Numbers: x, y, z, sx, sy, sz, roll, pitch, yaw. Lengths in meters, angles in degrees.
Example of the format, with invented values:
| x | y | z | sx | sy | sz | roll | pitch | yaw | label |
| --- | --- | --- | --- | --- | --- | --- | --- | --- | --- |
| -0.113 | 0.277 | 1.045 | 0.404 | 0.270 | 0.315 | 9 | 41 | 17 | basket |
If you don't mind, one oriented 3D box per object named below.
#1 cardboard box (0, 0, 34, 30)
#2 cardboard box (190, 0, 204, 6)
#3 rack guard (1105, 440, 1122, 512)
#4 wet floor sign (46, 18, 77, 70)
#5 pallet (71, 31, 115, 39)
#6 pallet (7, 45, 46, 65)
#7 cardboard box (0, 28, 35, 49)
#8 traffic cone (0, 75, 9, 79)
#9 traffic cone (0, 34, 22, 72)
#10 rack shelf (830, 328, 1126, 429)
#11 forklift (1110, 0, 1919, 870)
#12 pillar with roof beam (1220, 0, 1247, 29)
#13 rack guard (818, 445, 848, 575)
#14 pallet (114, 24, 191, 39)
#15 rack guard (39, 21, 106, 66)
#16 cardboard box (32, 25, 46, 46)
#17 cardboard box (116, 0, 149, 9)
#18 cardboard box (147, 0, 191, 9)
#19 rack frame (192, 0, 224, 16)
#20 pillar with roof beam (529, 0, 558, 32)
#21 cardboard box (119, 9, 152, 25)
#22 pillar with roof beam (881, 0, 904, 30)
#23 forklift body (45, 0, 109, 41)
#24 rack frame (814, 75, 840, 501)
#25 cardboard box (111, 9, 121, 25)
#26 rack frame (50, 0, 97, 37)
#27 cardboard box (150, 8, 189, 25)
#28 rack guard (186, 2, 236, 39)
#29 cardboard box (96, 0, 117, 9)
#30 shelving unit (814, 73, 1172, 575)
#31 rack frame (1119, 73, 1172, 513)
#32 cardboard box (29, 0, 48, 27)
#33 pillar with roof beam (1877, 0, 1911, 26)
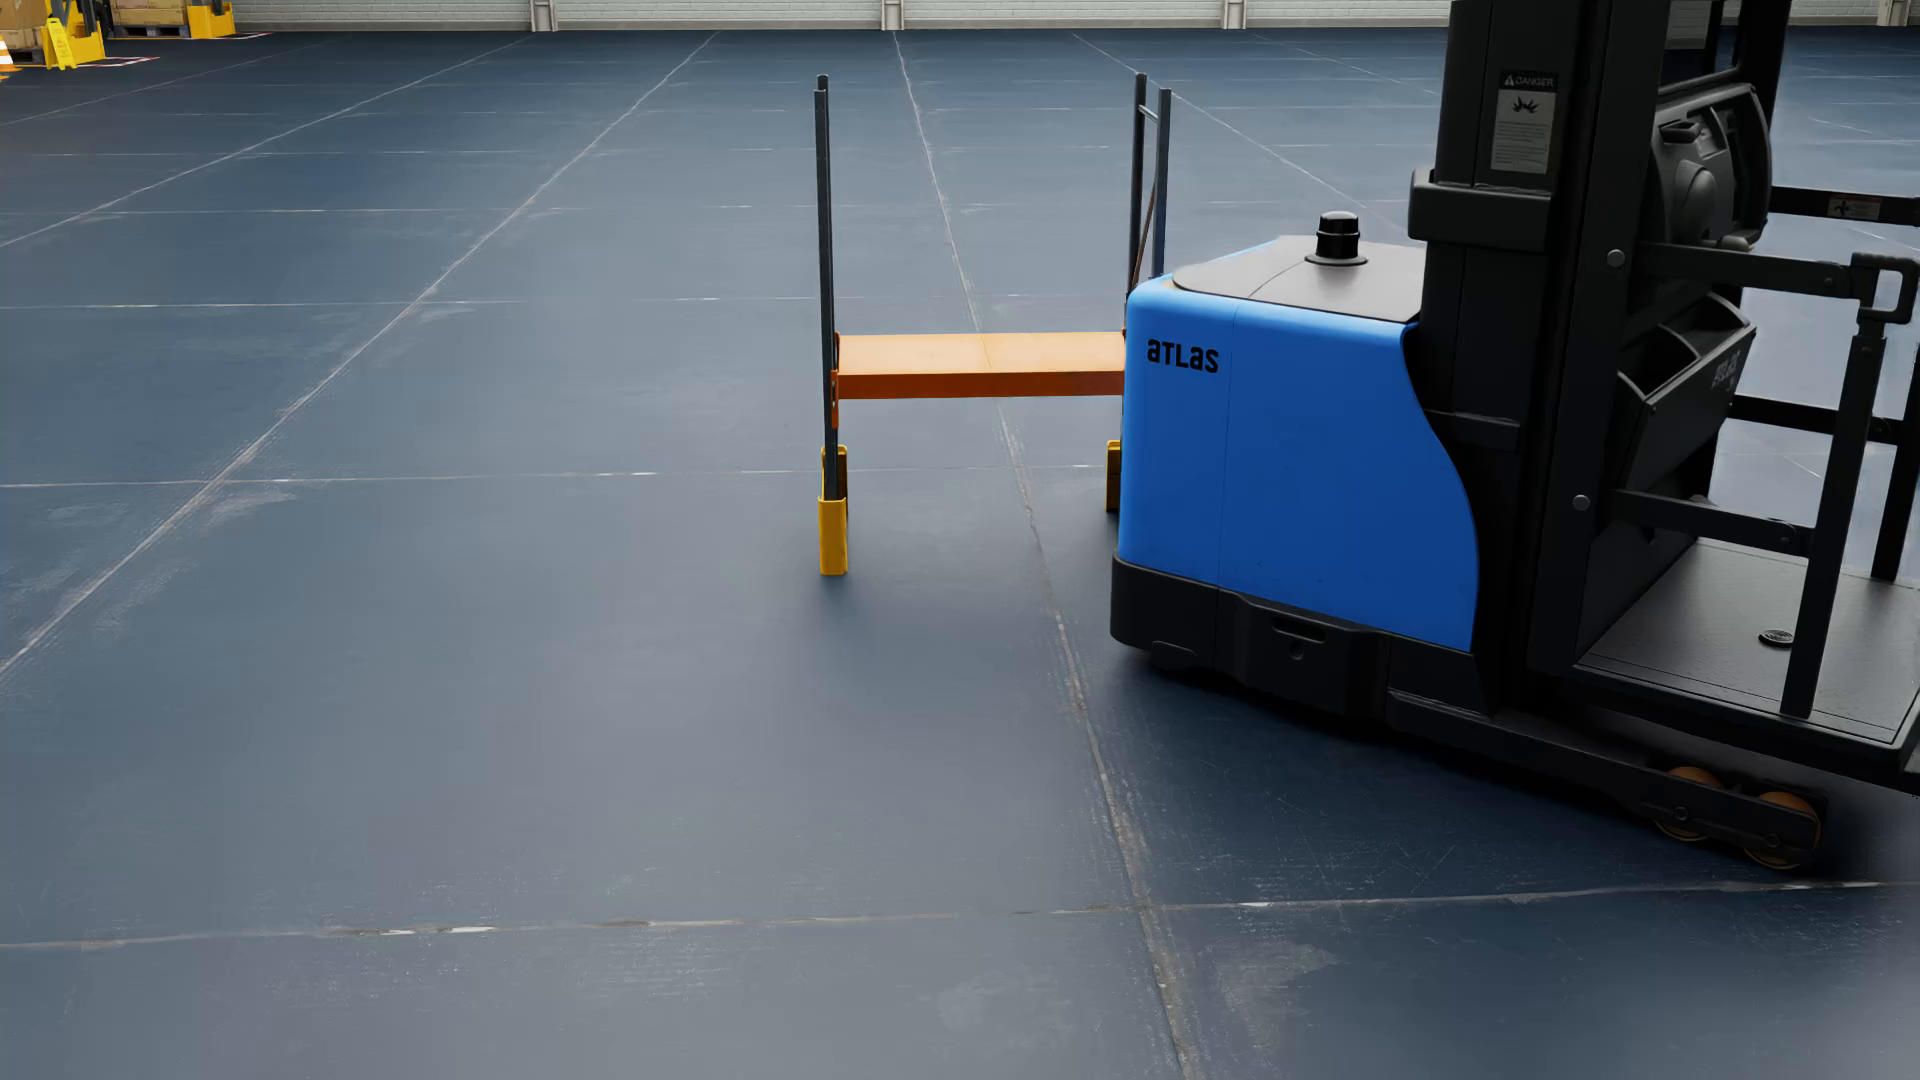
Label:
| x | y | z | sx | sy | sz | roll | pitch | yaw | label |
| --- | --- | --- | --- | --- | --- | --- | --- | --- | --- |
| -12.906 | -7.158 | 22.426 | 0.500 | 0.500 | 0.500 | -1 | 21 | -3 | cardboard box |
| -12.889 | -8.977 | 27.556 | 0.500 | 0.250 | 0.500 | -1 | 21 | -2 | cardboard box |
| 0.573 | -0.128 | 5.607 | 0.087 | 0.250 | 0.587 | -1 | 21 | -3 | rack guard |
| -11.870 | -6.528 | 21.862 | 0.232 | 0.644 | 0.267 | 6 | 22 | 16 | wet floor sign |
| -14.384 | -8.411 | 27.416 | 1.213 | 0.211 | 1.003 | -1 | 21 | -3 | pallet |
| -13.010 | -6.696 | 22.913 | 1.213 | 0.211 | 1.003 | -1 | 21 | -3 | pallet |
| -12.936 | -6.804 | 22.550 | 0.500 | 0.250 | 0.500 | -1 | 21 | -3 | cardboard box |
| -12.074 | -5.965 | 20.638 | 0.334 | 0.463 | 0.336 | -1 | 21 | -3 | traffic cone |
| -12.476 | -6.352 | 21.656 | 0.334 | 0.463 | 0.336 | -1 | 21 | -3 | traffic cone |
| 0.085 | -0.535 | 5.423 | 1.000 | 0.185 | 0.538 | -1 | 21 | -3 | rack shelf |
| 1.905 | -0.852 | 3.740 | 3.031 | 2.935 | 1.130 | 15 | 26 | 35 | forklift |
| 5.062 | -11.714 | 23.742 | 0.400 | 9.000 | 9.100 | -1 | 21 | -3 | pillar with roof beam |
| -0.421 | -0.108 | 5.554 | 0.087 | 0.250 | 0.587 | -1 | 21 | -3 | rack guard |
| -13.169 | -8.435 | 27.478 | 1.213 | 0.211 | 1.003 | -1 | 21 | -3 | pallet |
| -12.197 | -6.835 | 22.872 | 0.348 | 0.500 | 1.175 | -1 | 21 | -3 | rack guard |
| -12.942 | -6.998 | 23.060 | 0.500 | 0.250 | 0.500 | -1 | 21 | -3 | cardboard box |
| -13.377 | -8.786 | 27.053 | 0.500 | 0.250 | 0.500 | -1 | 21 | -4 | cardboard box |
| -12.876 | -8.792 | 27.070 | 0.500 | 0.250 | 0.500 | -1 | 21 | -4 | cardboard box |
| -12.408 | -9.768 | 27.062 | 0.127 | 3.000 | 1.000 | -1 | 21 | -3 | rack frame |
| -6.918 | -11.470 | 23.102 | 0.400 | 9.000 | 9.100 | -1 | 21 | -3 | pillar with roof beam |
| -13.356 | -8.551 | 27.139 | 0.500 | 0.250 | 0.500 | -1 | 21 | -3 | cardboard box |
| -0.928 | -11.592 | 23.422 | 0.400 | 9.000 | 9.100 | -1 | 21 | -3 | pillar with roof beam |
| -14.197 | -8.685 | 25.410 | 1.214 | 2.155 | 2.313 | -1 | 21 | -3 | forklift body |
| -0.422 | -0.692 | 5.332 | 0.032 | 1.500 | 0.500 | -1 | 21 | -3 | rack frame |
| -13.856 | -8.544 | 27.121 | 0.500 | 0.250 | 0.500 | -1 | 21 | -2 | cardboard box |
| -12.121 | -8.005 | 22.431 | 0.127 | 3.000 | 1.000 | -1 | 21 | -3 | rack frame |
| -12.859 | -8.558 | 27.157 | 0.500 | 0.250 | 0.500 | -1 | 21 | -3 | cardboard box |
| -12.384 | -8.600 | 27.508 | 0.348 | 0.500 | 1.175 | -1 | 21 | -3 | rack guard |
| -13.892 | -8.768 | 27.006 | 0.500 | 0.250 | 0.500 | -2 | 21 | -4 | cardboard box |
| 0.076 | -0.702 | 5.358 | 1.083 | 1.500 | 0.587 | -1 | 21 | -3 | shelving unit |
| 0.593 | -0.713 | 5.386 | 0.032 | 1.500 | 0.500 | -1 | 21 | -3 | rack frame |
| -12.966 | -7.348 | 22.925 | 0.500 | 0.500 | 0.500 | -2 | 21 | -5 | cardboard box |
| 17.042 | -11.958 | 24.382 | 0.400 | 9.000 | 9.100 | -1 | 21 | -3 | pillar with roof beam |
